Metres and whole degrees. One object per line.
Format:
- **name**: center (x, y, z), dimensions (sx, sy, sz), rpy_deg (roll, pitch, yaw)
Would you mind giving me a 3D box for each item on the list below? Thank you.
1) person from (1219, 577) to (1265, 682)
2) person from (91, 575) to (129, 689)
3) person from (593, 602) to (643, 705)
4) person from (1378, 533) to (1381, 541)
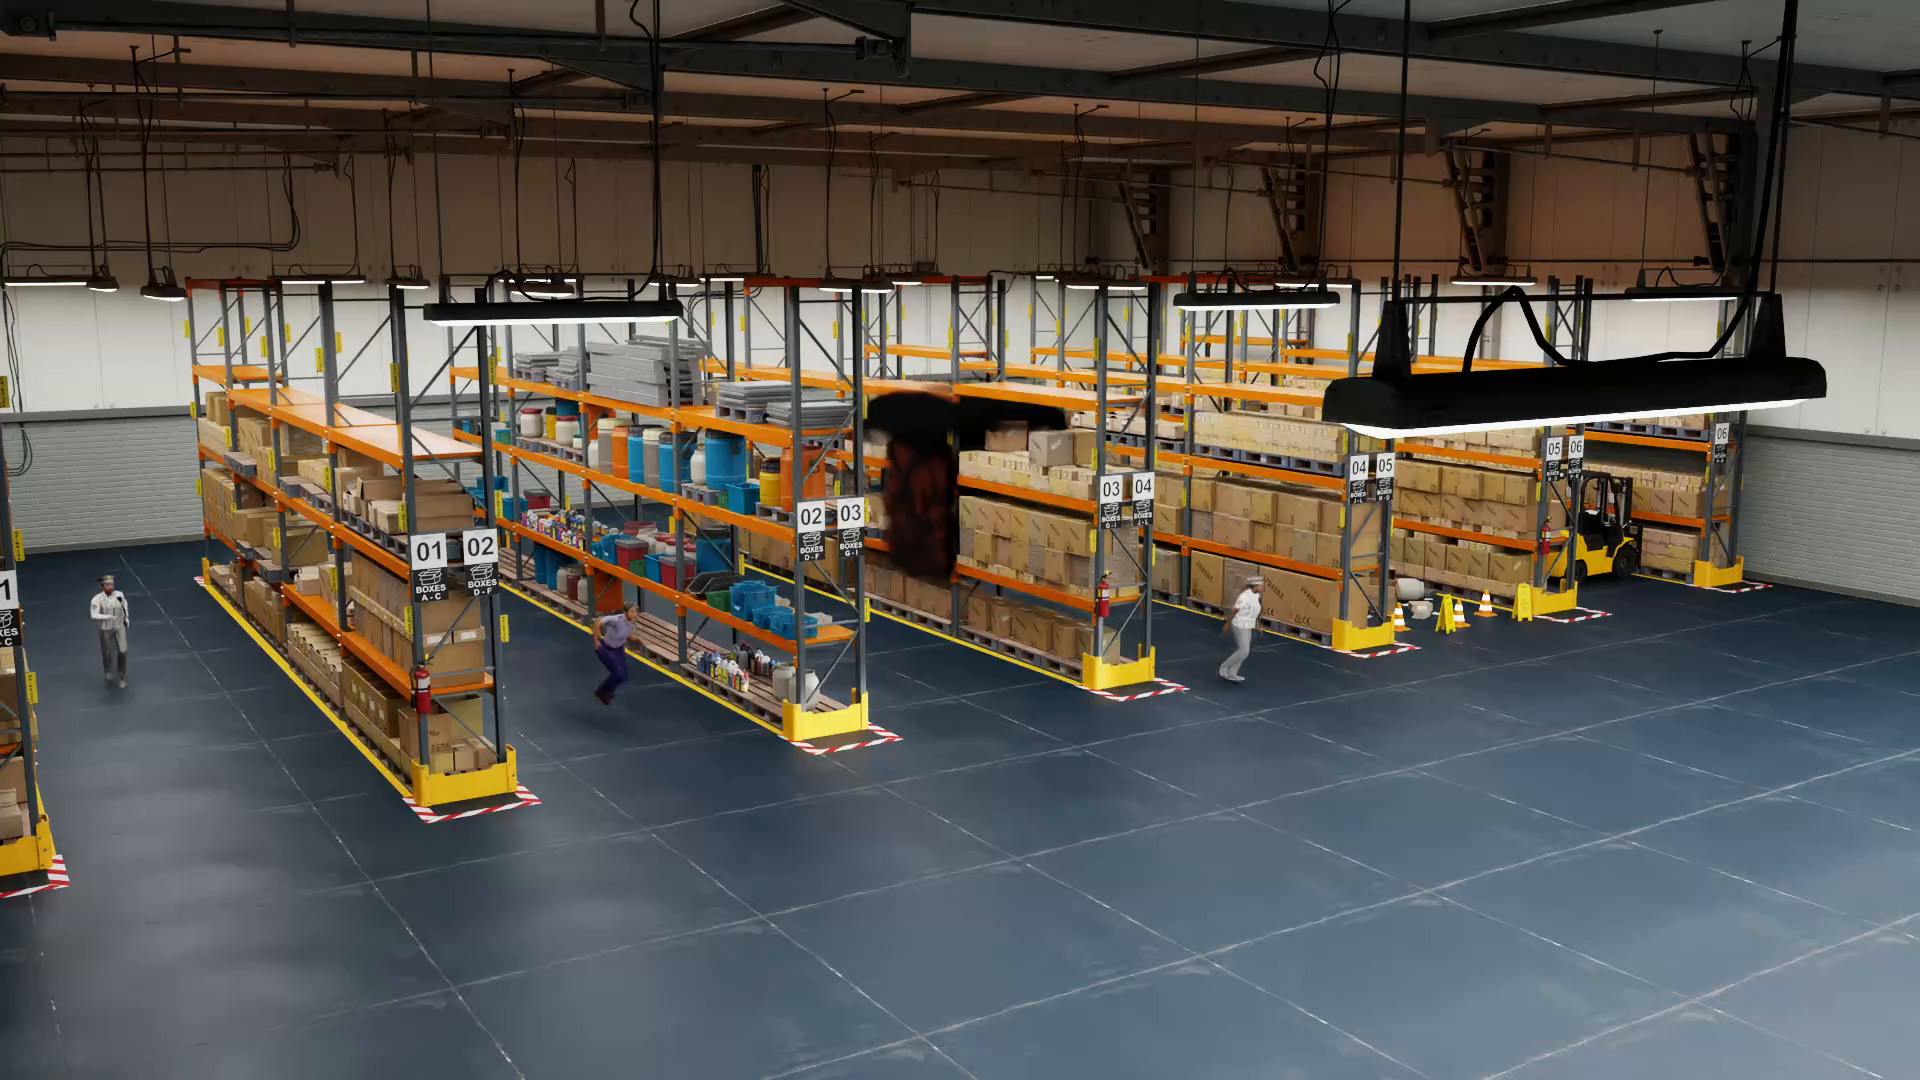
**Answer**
- **person**: center (4.270, 1.348, 25.184), dimensions (0.573, 1.618, 0.625), rpy_deg (7, 12, 34)
- **person**: center (-12.686, 1.362, 24.865), dimensions (0.553, 1.737, 0.813), rpy_deg (-7, 12, -36)
- **person**: center (-4.762, 1.577, 22.913), dimensions (0.827, 1.506, 0.645), rpy_deg (5, 11, 27)
- **person**: center (9.138, -0.469, 35.577), dimensions (0.658, 1.730, 0.564), rpy_deg (-6, 11, -31)
